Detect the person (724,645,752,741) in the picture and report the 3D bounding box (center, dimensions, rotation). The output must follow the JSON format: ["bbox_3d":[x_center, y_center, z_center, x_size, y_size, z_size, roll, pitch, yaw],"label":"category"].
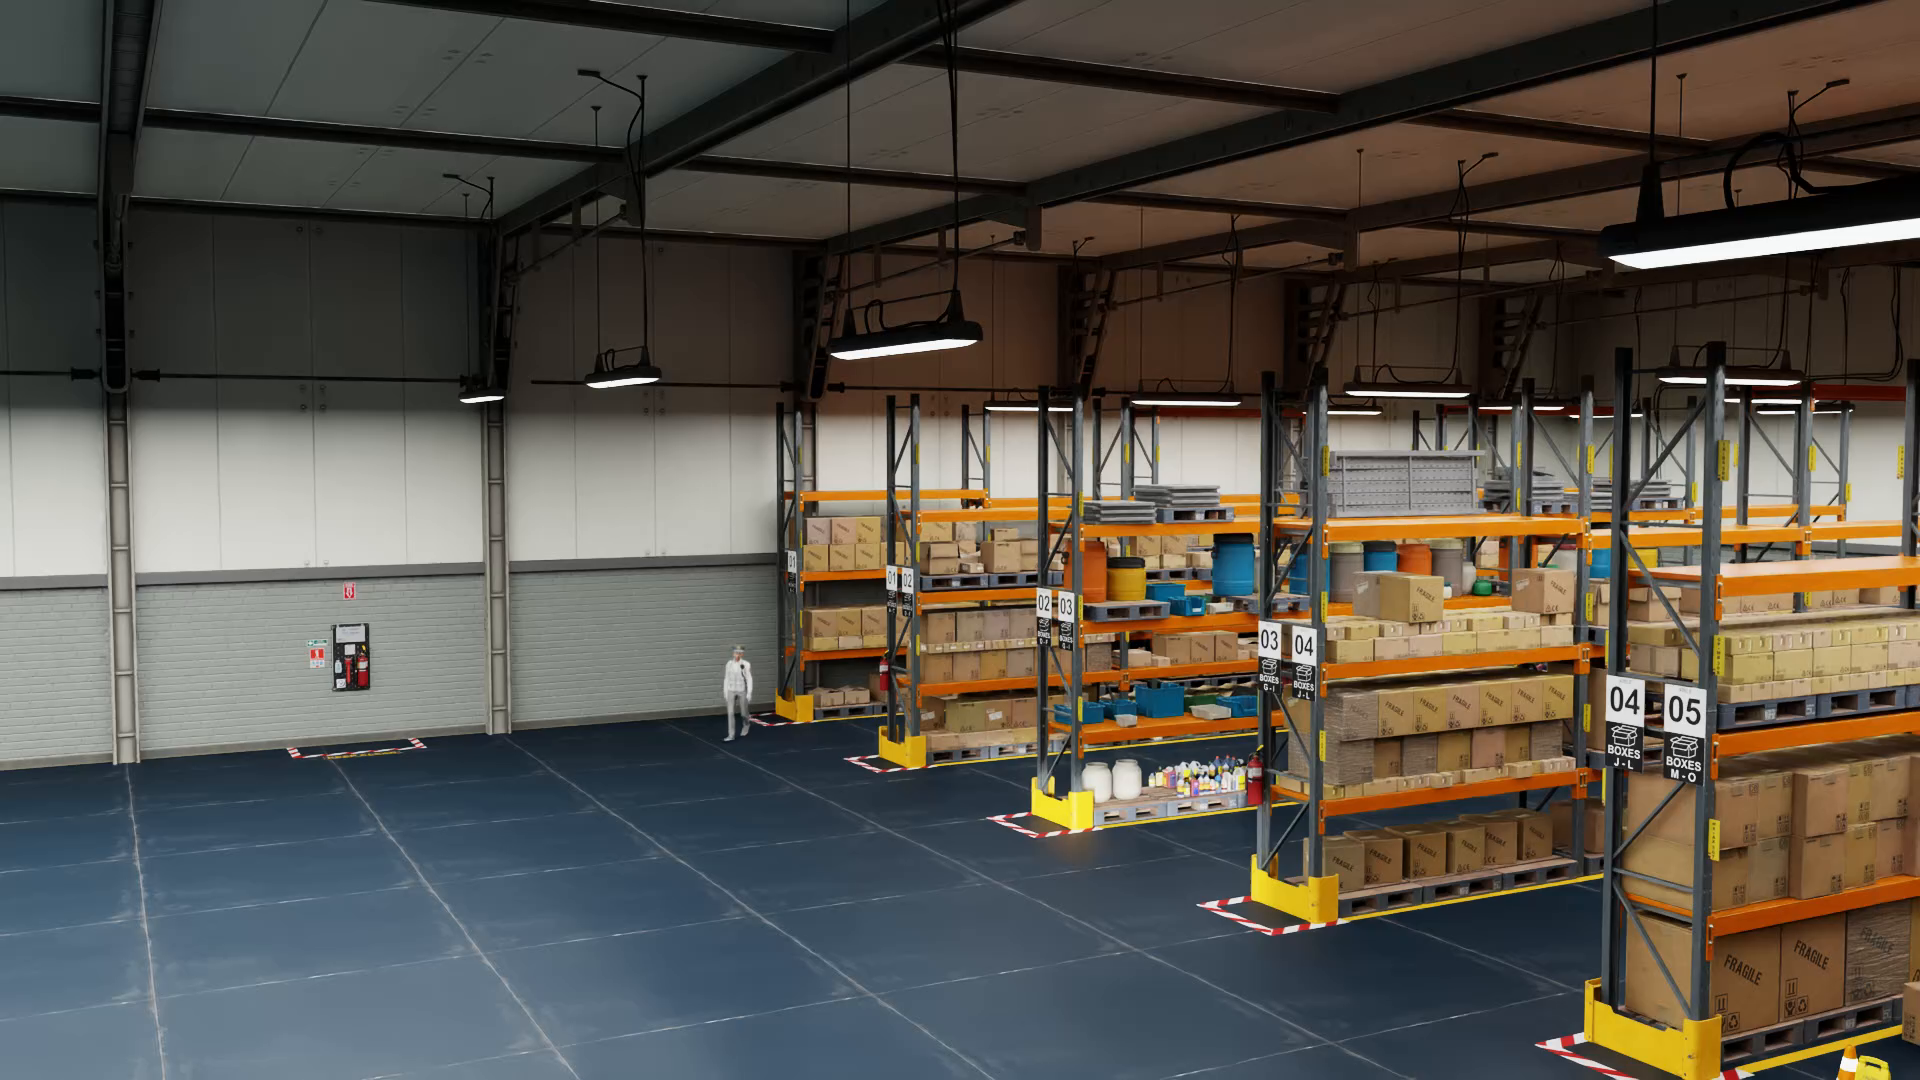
[{"bbox_3d":[-3.914,2.672,29.301,0.512,1.665,0.677,0,3,3],"label":"person"}]
